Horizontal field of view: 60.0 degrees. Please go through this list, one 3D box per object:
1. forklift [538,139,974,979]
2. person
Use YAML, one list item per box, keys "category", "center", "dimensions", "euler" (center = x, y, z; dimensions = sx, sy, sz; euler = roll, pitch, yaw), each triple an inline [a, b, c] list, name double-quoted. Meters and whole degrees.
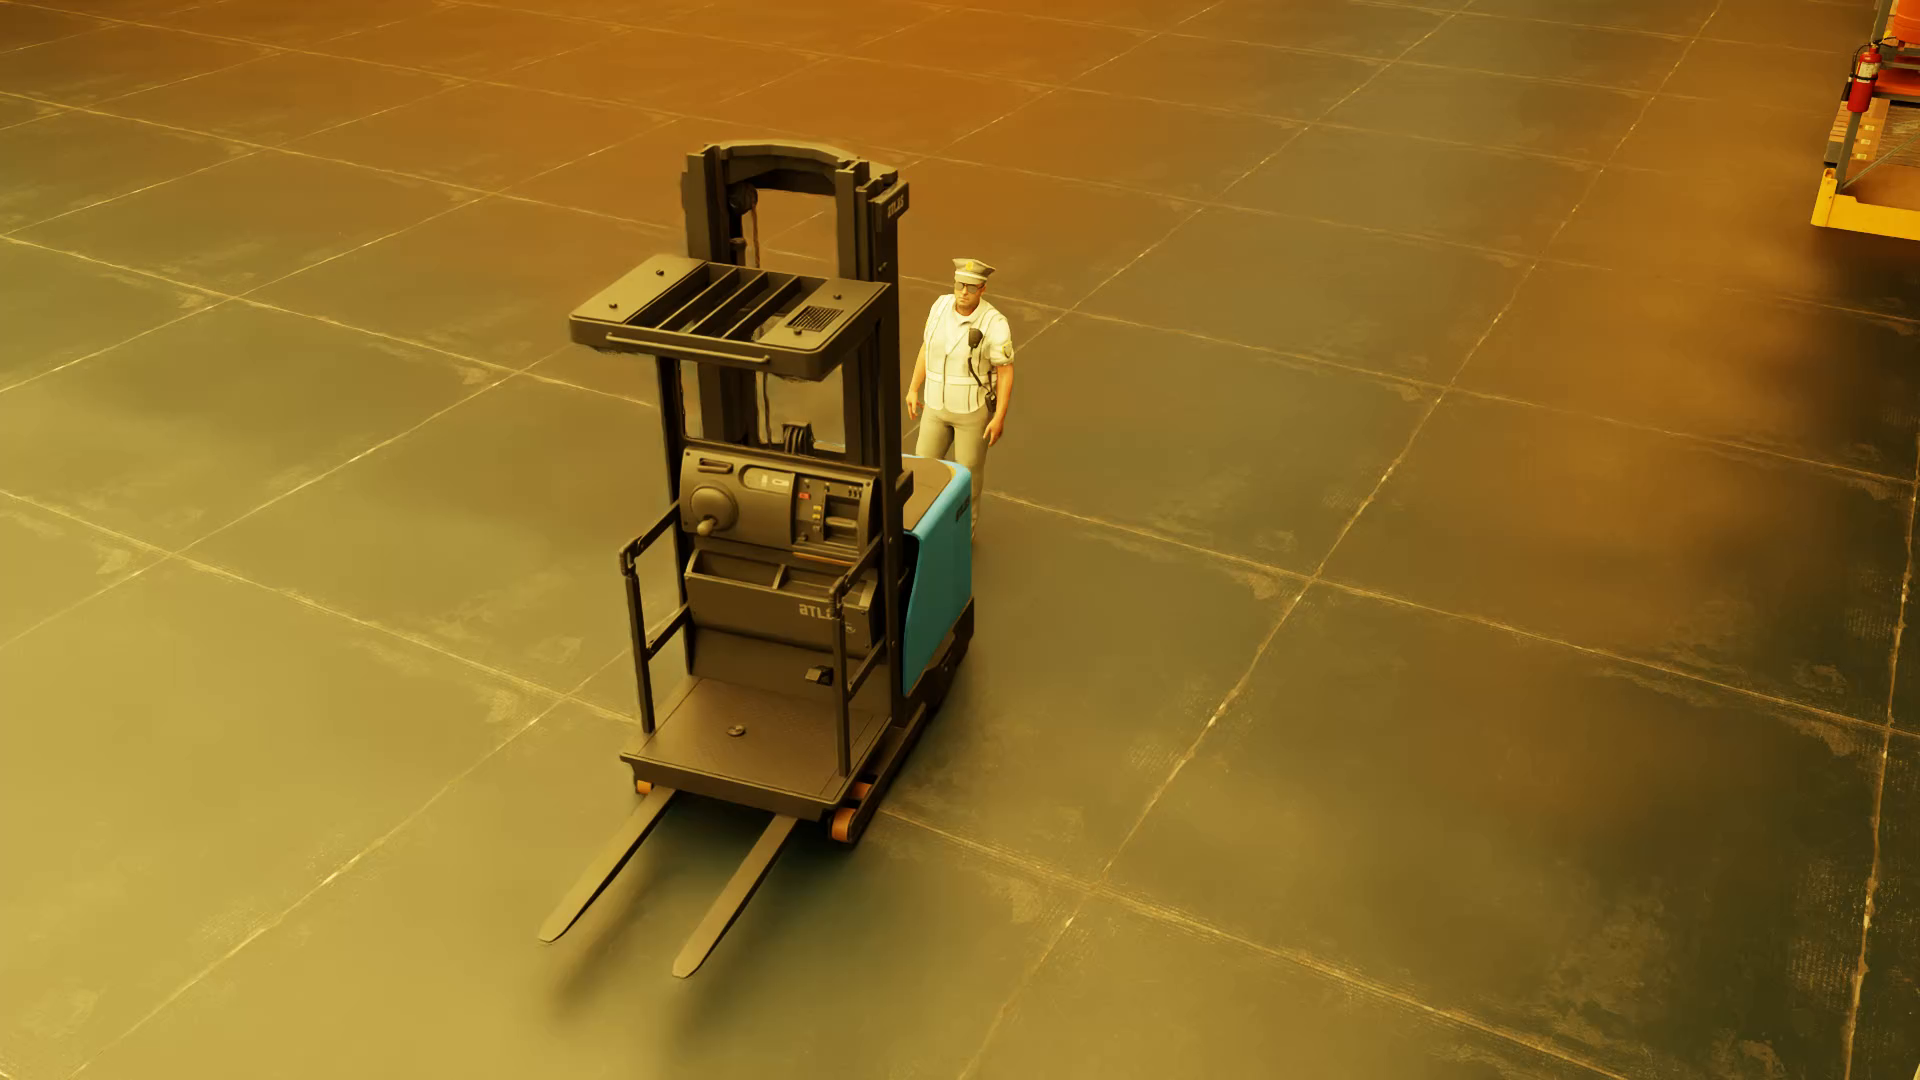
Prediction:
- category: "forklift"
  center: [-0.895, -0.116, 7.271]
  dimensions: [1.130, 2.935, 3.031]
  euler: [10, 31, 17]
- category: "person"
  center: [-0.048, -0.747, 9.500]
  dimensions: [0.640, 1.781, 0.575]
  euler: [15, 33, 25]
